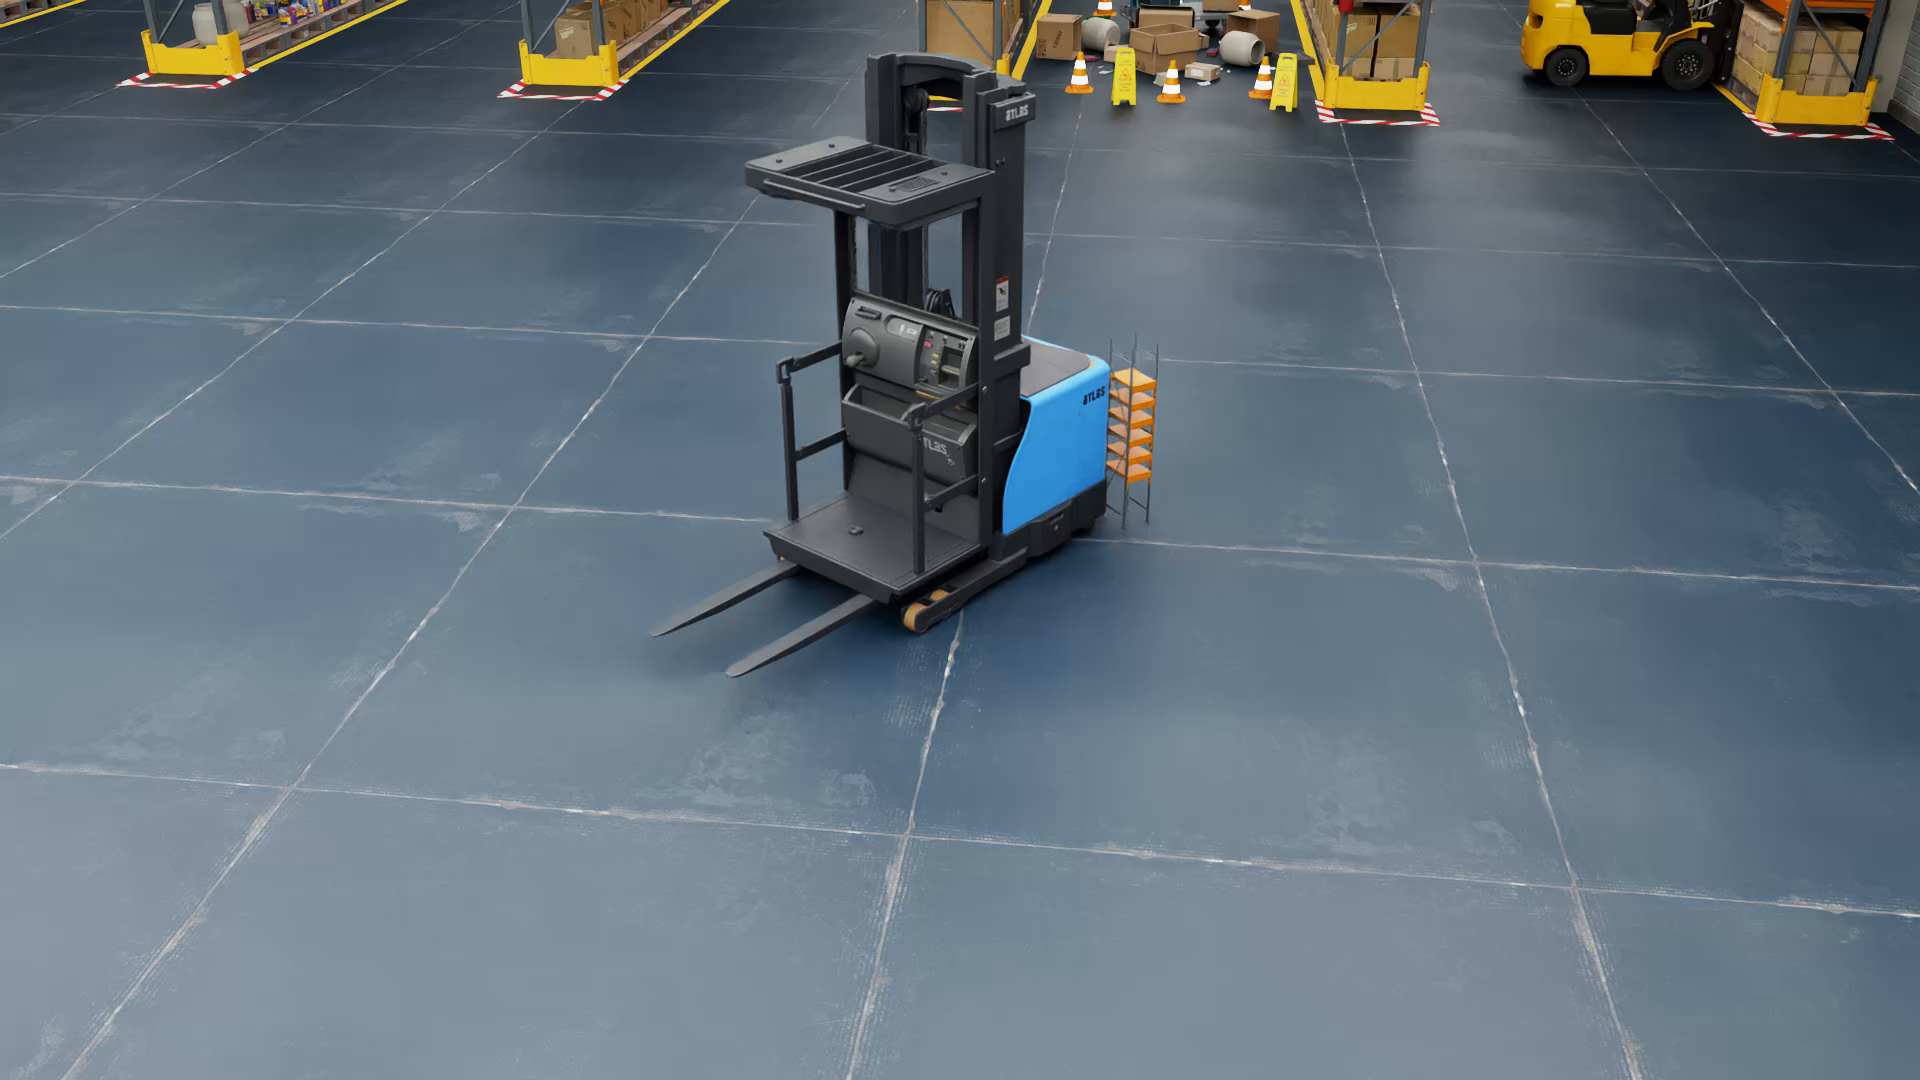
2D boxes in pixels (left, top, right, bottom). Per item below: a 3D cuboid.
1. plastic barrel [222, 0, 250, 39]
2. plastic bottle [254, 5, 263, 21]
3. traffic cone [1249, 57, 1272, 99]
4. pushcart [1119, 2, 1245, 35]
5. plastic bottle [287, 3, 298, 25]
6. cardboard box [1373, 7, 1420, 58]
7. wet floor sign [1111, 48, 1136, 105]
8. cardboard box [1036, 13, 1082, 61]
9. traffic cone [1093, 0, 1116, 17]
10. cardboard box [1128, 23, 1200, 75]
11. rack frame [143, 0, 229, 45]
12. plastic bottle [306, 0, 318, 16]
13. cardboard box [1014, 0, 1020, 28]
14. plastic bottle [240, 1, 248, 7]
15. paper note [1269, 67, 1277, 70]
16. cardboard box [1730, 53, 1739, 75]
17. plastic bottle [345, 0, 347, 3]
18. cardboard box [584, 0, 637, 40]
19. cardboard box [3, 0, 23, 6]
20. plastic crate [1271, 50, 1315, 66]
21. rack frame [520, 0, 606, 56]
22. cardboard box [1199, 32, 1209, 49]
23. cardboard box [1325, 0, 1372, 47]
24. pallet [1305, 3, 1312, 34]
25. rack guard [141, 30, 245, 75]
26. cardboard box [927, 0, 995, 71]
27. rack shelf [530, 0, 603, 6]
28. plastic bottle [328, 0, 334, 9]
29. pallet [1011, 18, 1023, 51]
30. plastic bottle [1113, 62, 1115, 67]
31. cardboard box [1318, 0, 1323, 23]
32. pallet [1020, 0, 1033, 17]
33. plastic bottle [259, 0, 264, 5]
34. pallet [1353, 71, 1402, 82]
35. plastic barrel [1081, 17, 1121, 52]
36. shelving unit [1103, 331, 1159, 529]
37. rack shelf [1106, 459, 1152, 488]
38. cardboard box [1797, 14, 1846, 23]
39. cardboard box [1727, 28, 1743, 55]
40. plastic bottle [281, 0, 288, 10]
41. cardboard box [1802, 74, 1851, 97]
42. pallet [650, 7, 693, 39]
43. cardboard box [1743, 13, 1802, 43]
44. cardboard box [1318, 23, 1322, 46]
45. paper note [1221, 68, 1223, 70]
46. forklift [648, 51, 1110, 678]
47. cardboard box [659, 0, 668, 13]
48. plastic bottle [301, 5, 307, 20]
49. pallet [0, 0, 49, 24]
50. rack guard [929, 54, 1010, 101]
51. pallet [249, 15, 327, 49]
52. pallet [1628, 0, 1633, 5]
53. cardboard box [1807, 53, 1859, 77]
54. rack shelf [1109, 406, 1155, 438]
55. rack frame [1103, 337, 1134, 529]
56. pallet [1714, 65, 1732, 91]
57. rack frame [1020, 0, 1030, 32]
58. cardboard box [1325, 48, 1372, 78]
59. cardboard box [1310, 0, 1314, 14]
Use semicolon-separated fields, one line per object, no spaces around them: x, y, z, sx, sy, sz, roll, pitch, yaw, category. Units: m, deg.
-9.754;-6.983;22.229;0.421;0.512;0.421;0;28;0;plastic barrel
-9.829;-7.379;23.270;0.097;0.201;0.097;0;28;0;plastic bottle
3.703;-5.640;20.231;0.336;0.463;0.334;3;28;6;traffic cone
3.152;-7.317;23.433;1.648;0.377;0.936;-6;29;-11;pushcart
-9.243;-7.282;23.004;0.061;0.283;0.133;4;29;7;plastic bottle
5.307;-6.159;20.185;0.500;0.500;0.500;2;28;4;cardboard box
1.967;-5.554;19.879;0.267;0.644;0.232;-1;28;-3;wet floor sign
1.324;-6.713;22.180;0.500;0.500;0.500;8;29;15;cardboard box
2.159;-8.029;24.665;0.336;0.463;0.334;3;28;6;traffic cone
2.634;-6.354;21.514;0.797;0.503;0.637;-17;33;-29;cardboard box
-9.820;-7.343;20.718;1.000;3.000;0.127;3;28;6;rack frame
-9.210;-7.582;23.569;0.152;0.276;0.135;4;29;7;plastic bottle
0.349;-7.560;22.917;0.875;0.875;0.875;4;29;7;cardboard box
-9.972;-7.345;23.128;0.152;0.276;0.135;4;29;7;plastic bottle
4.039;-6.138;21.610;0.142;0.019;0.148;-6;29;-11;paper note
9.742;-5.875;20.449;0.500;0.250;0.500;4;29;7;cardboard box
-9.065;-7.999;24.421;0.097;0.201;0.097;0;28;0;plastic bottle
-4.677;-7.010;22.291;0.500;0.500;0.500;6;29;11;cardboard box
-14.156;-8.024;24.438;0.500;0.250;0.500;3;28;6;cardboard box
4.415;-6.385;22.018;0.402;0.080;0.583;-6;29;-11;plastic crate
-4.904;-7.055;20.183;1.000;3.000;0.127;3;28;6;rack frame
3.191;-6.900;22.777;0.258;0.266;0.396;-17;33;-29;cardboard box
4.831;-6.422;20.673;0.500;0.500;0.500;4;29;8;cardboard box
5.515;-7.501;23.951;1.003;0.211;1.213;3;28;6;pallet
-9.857;-6.281;21.382;1.175;0.500;0.348;3;28;6;rack guard
0.023;-6.292;20.564;0.875;0.875;0.875;4;29;6;cardboard box
-4.659;-7.680;22.101;1.077;0.370;4.000;3;28;6;rack shelf
-9.146;-7.843;23.975;0.144;0.351;0.185;2;28;4;plastic bottle
0.325;-7.021;23.060;1.003;0.211;1.213;3;28;6;pallet
2.078;-6.181;21.659;0.133;0.061;0.283;-6;29;-11;plastic bottle
5.027;-7.152;22.028;0.500;0.500;0.500;4;29;8;cardboard box
0.516;-7.742;24.399;1.003;0.211;1.213;3;28;6;pallet
-9.916;-7.609;23.540;0.144;0.351;0.185;3;28;6;plastic bottle
5.075;-5.668;20.548;1.003;0.211;1.213;3;28;6;pallet
1.879;-6.845;22.509;0.421;0.421;0.512;-24;36;-37;plastic barrel
1.043;-0.666;10.221;0.189;1.200;0.258;-16;32;-27;shelving unit
1.043;-0.416;10.356;0.180;0.103;0.258;-16;32;-27;rack shelf
10.162;-6.058;19.734;0.500;0.250;0.500;3;28;6;cardboard box
9.722;-6.114;20.365;0.500;0.250;0.500;3;28;5;cardboard box
-9.739;-7.787;23.955;0.097;0.271;0.097;0;28;0;plastic bottle
10.112;-5.387;19.543;0.500;0.250;0.500;3;29;6;cardboard box
-4.461;-7.392;23.749;1.003;0.211;1.213;3;28;6;pallet
9.661;-6.083;19.780;0.500;0.250;0.500;4;29;7;cardboard box
4.964;-6.573;21.744;0.500;0.250;0.500;3;28;6;cardboard box
3.324;-6.119;21.588;0.148;0.019;0.142;14;31;24;paper note
-0.427;-1.040;9.091;1.130;2.935;3.031;22;35;35;forklift
-4.503;-7.837;23.826;0.500;0.500;0.500;3;28;5;cardboard box
-9.222;-7.395;23.301;0.097;0.201;0.097;0;28;0;plastic bottle
-14.385;-7.916;24.721;1.003;0.211;1.213;3;28;6;pallet
0.003;-5.608;20.132;1.175;0.500;0.348;3;28;6;rack guard
-9.601;-7.109;23.223;1.003;0.211;1.213;3;28;6;pallet
10.698;-8.346;25.518;1.003;0.211;1.213;3;28;6;pallet
10.121;-5.596;19.404;0.500;0.250;0.500;4;29;7;cardboard box
1.043;-0.733;10.185;0.180;0.103;0.258;-16;32;-27;rack shelf
0.965;-0.644;10.180;0.006;1.200;0.240;-16;32;-27;rack frame
10.062;-5.900;20.979;1.003;0.211;1.213;3;28;6;pallet
0.496;-8.602;23.055;1.000;3.000;0.127;3;28;6;rack frame
4.766;-5.861;20.423;0.500;0.250;0.500;3;28;6;cardboard box
5.483;-7.637;23.591;0.950;0.372;0.625;4;29;7;cardboard box
